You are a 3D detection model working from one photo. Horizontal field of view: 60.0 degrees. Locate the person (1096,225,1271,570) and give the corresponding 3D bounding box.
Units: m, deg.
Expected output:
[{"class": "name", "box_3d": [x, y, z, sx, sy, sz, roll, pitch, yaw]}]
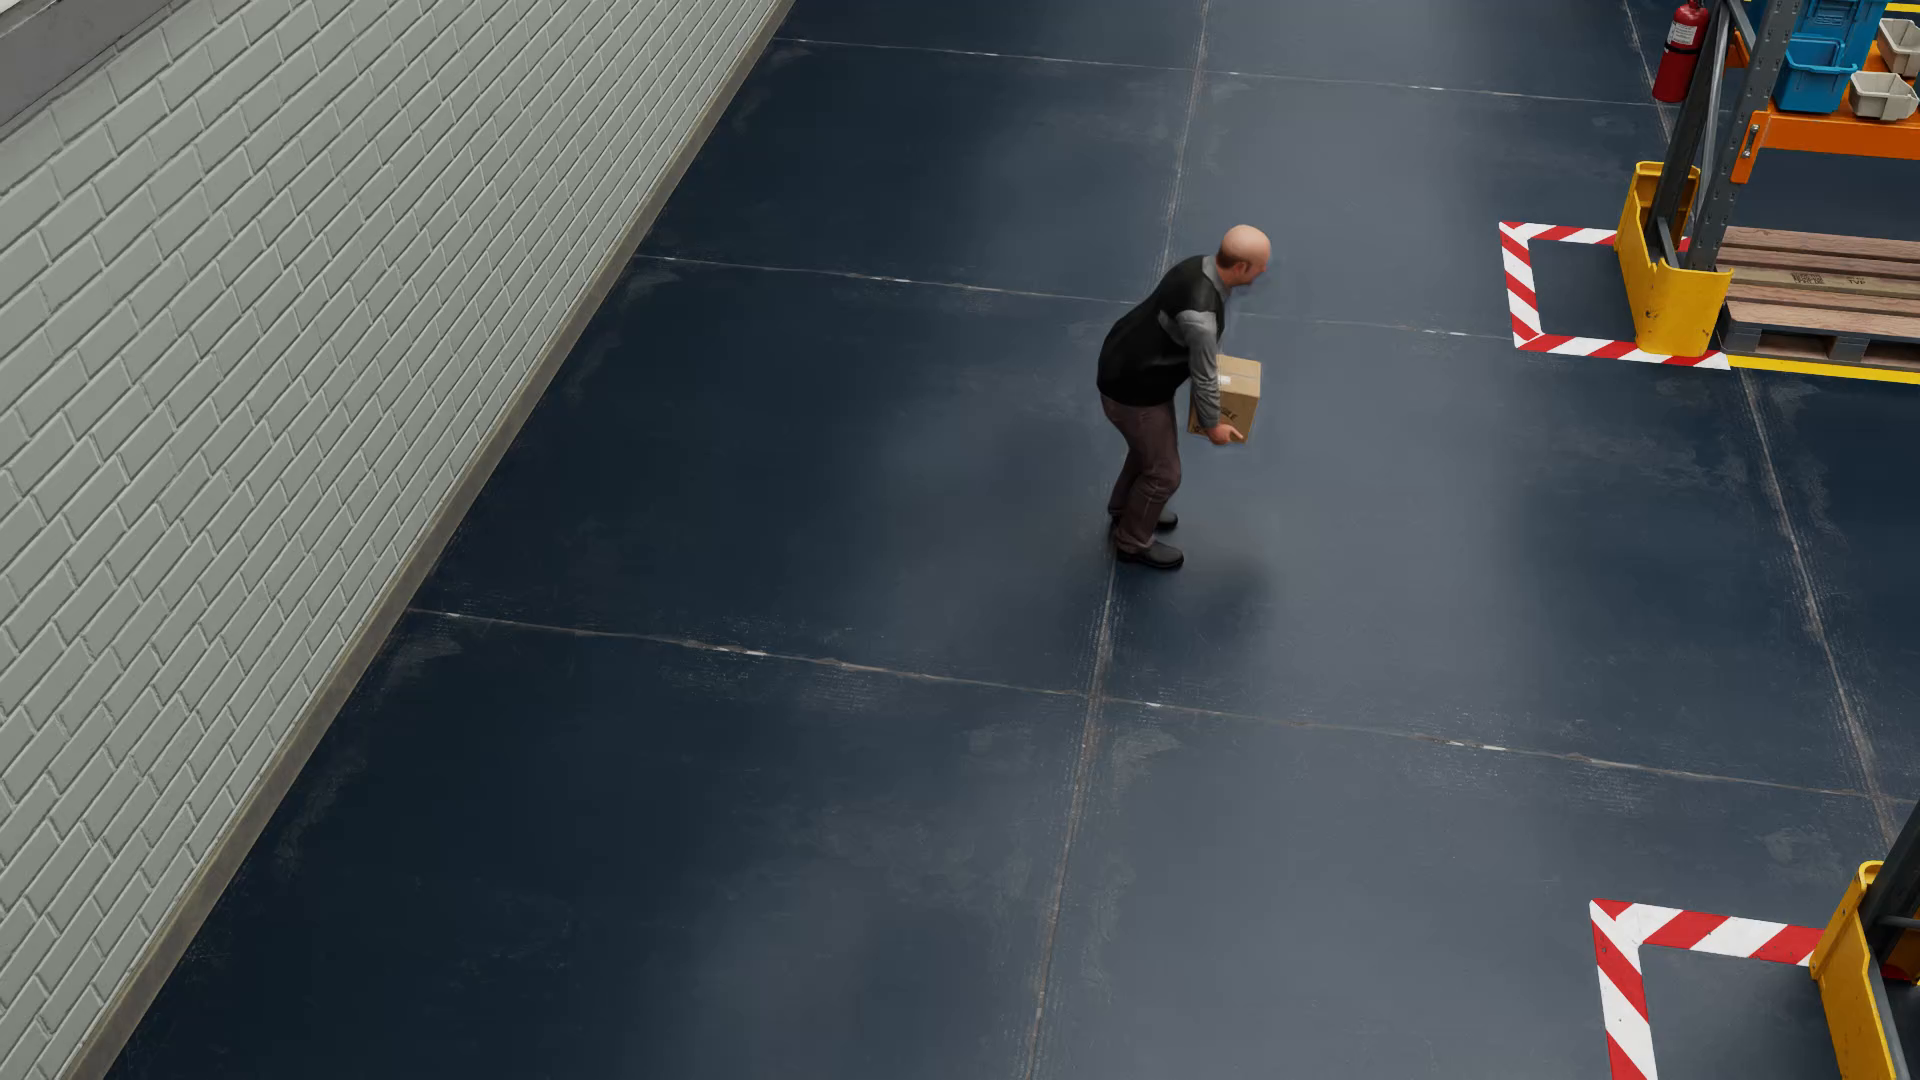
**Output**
[{"class": "person", "box_3d": [0.894, -0.612, 6.985, 0.644, 1.616, 0.473, 6, 41, 7]}]
